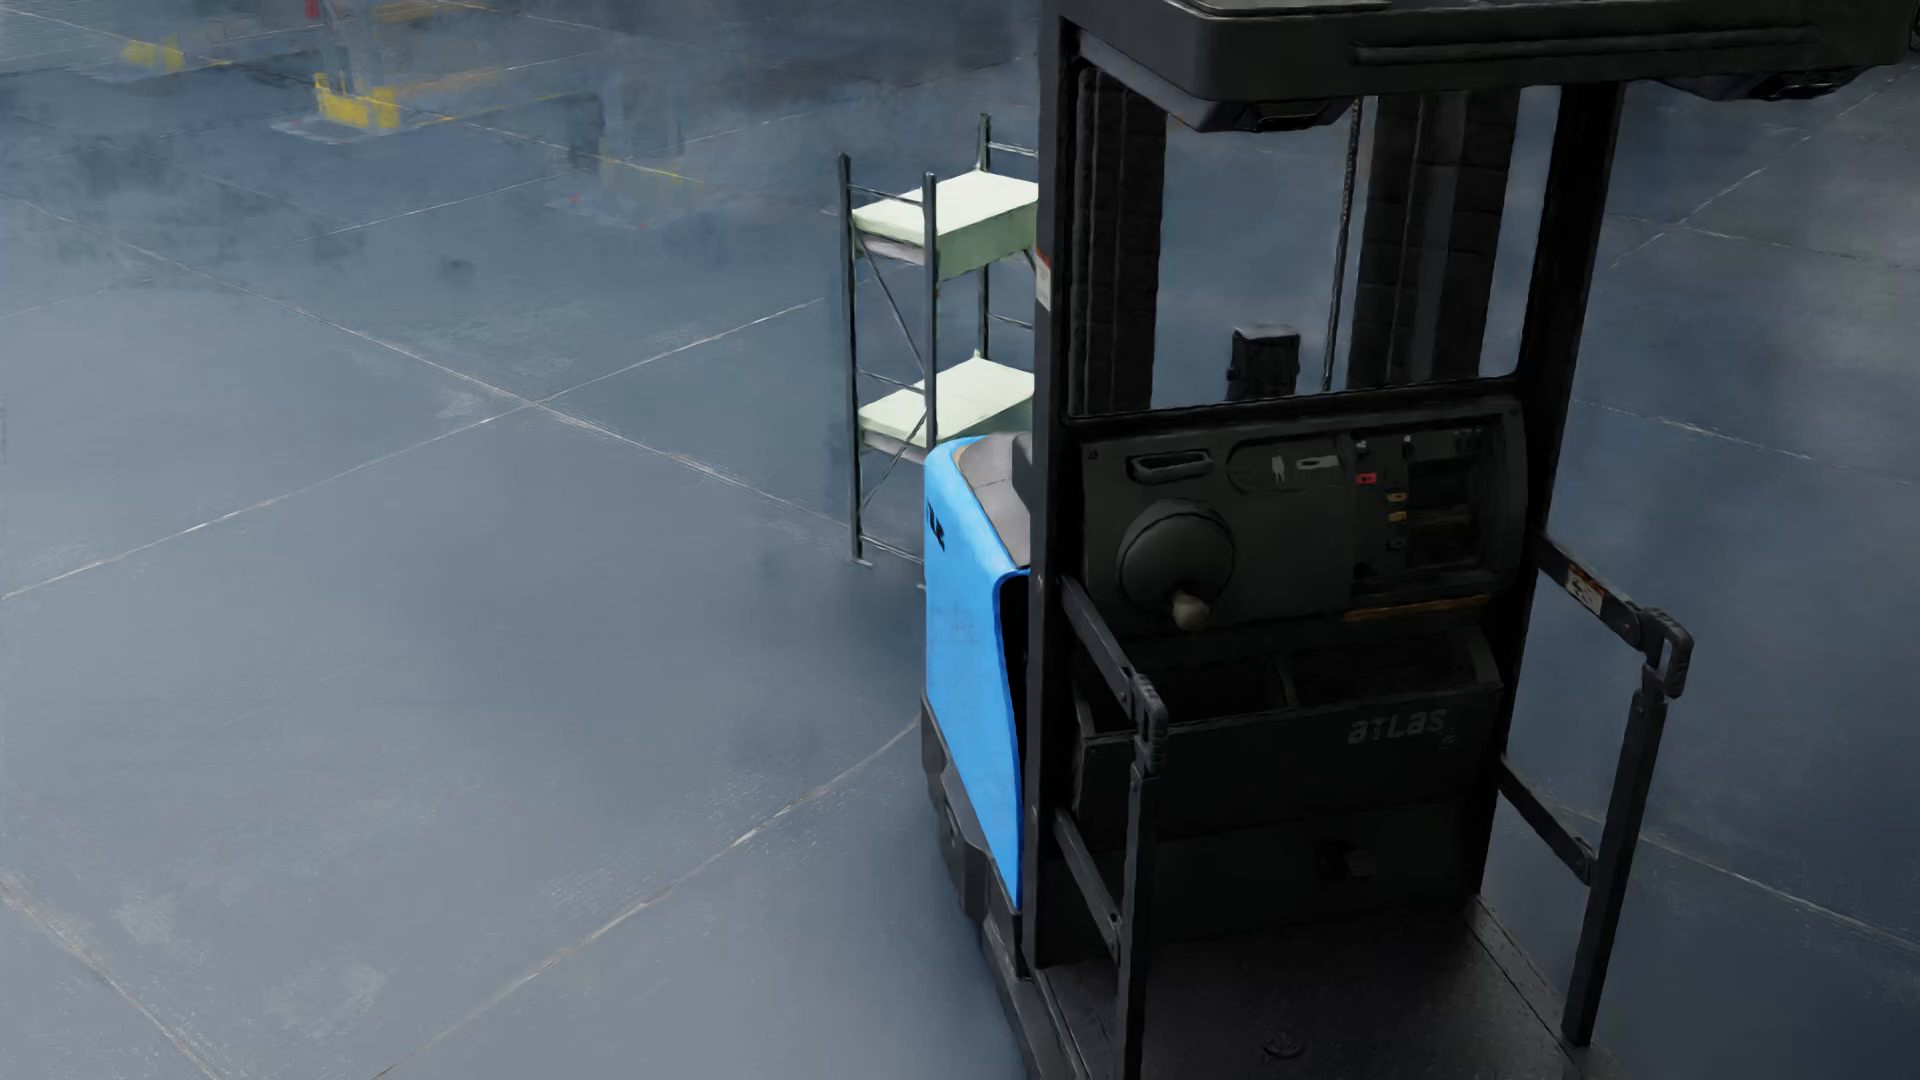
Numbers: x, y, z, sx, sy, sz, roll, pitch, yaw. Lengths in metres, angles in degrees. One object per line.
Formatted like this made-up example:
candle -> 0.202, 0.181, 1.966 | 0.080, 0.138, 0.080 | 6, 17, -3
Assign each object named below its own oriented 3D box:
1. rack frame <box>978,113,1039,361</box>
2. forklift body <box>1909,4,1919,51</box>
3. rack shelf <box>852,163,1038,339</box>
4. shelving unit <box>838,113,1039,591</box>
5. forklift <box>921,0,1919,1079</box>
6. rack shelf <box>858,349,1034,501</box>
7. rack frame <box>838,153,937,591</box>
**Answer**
rack frame -> 0.229, -0.794, 6.152 | 0.400, 1.500, 0.023 | 21, 34, 34
forklift body -> 9.261, -5.198, 13.956 | 2.313, 2.155, 1.214 | 21, 34, 34
rack shelf -> -0.004, -1.010, 5.721 | 0.431, 0.370, 0.720 | 21, 34, 34
shelving unit -> -0.004, -0.664, 5.901 | 0.431, 1.500, 0.755 | 21, 34, 34
forklift -> 0.736, -0.010, 3.080 | 1.130, 2.935, 3.031 | -6, 28, -12
rack shelf -> -0.004, -0.374, 6.051 | 0.431, 0.370, 0.720 | 21, 34, 34
rack frame -> -0.237, -0.534, 5.650 | 0.400, 1.500, 0.023 | 21, 34, 34
